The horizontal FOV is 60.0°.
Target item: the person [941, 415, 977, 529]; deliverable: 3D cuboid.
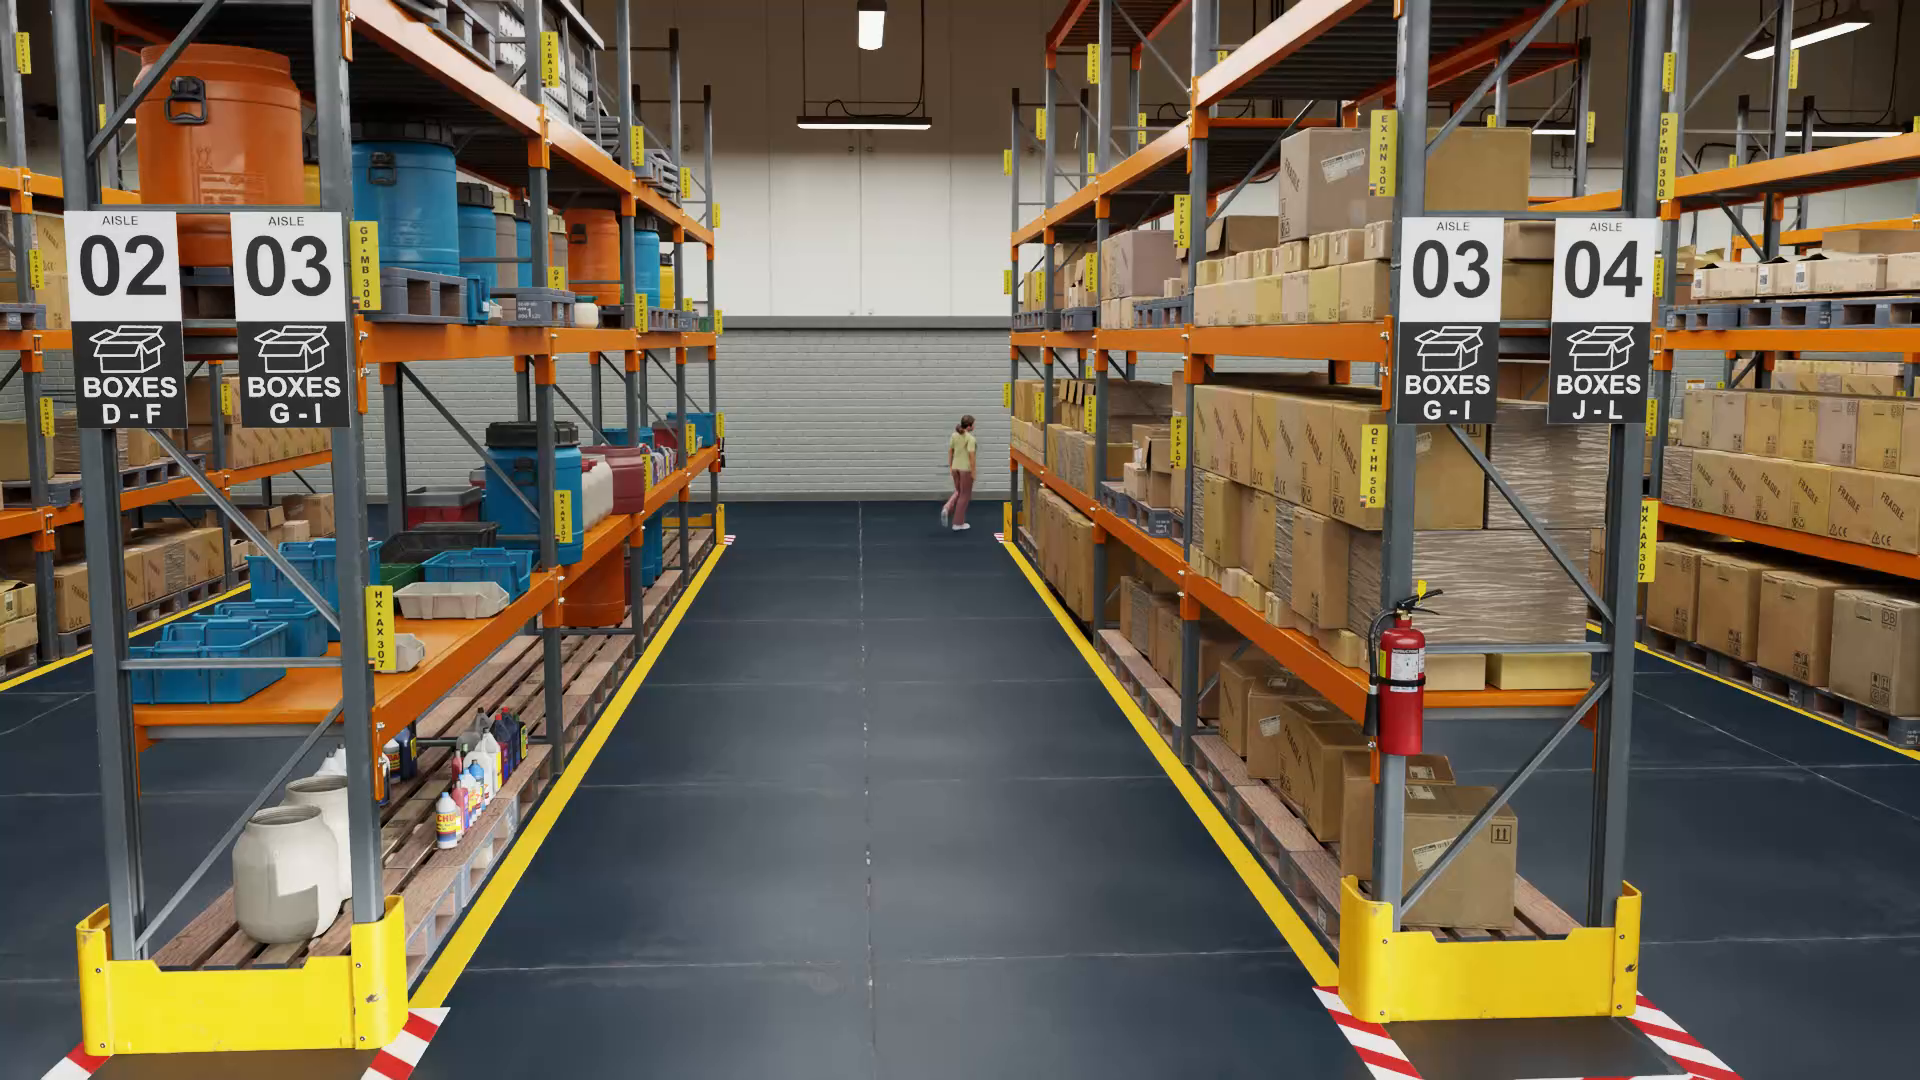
[{"bbox_3d":[0.027,-0.959,23.553,0.508,1.640,0.503,7,10,43],"label":"person"}]
